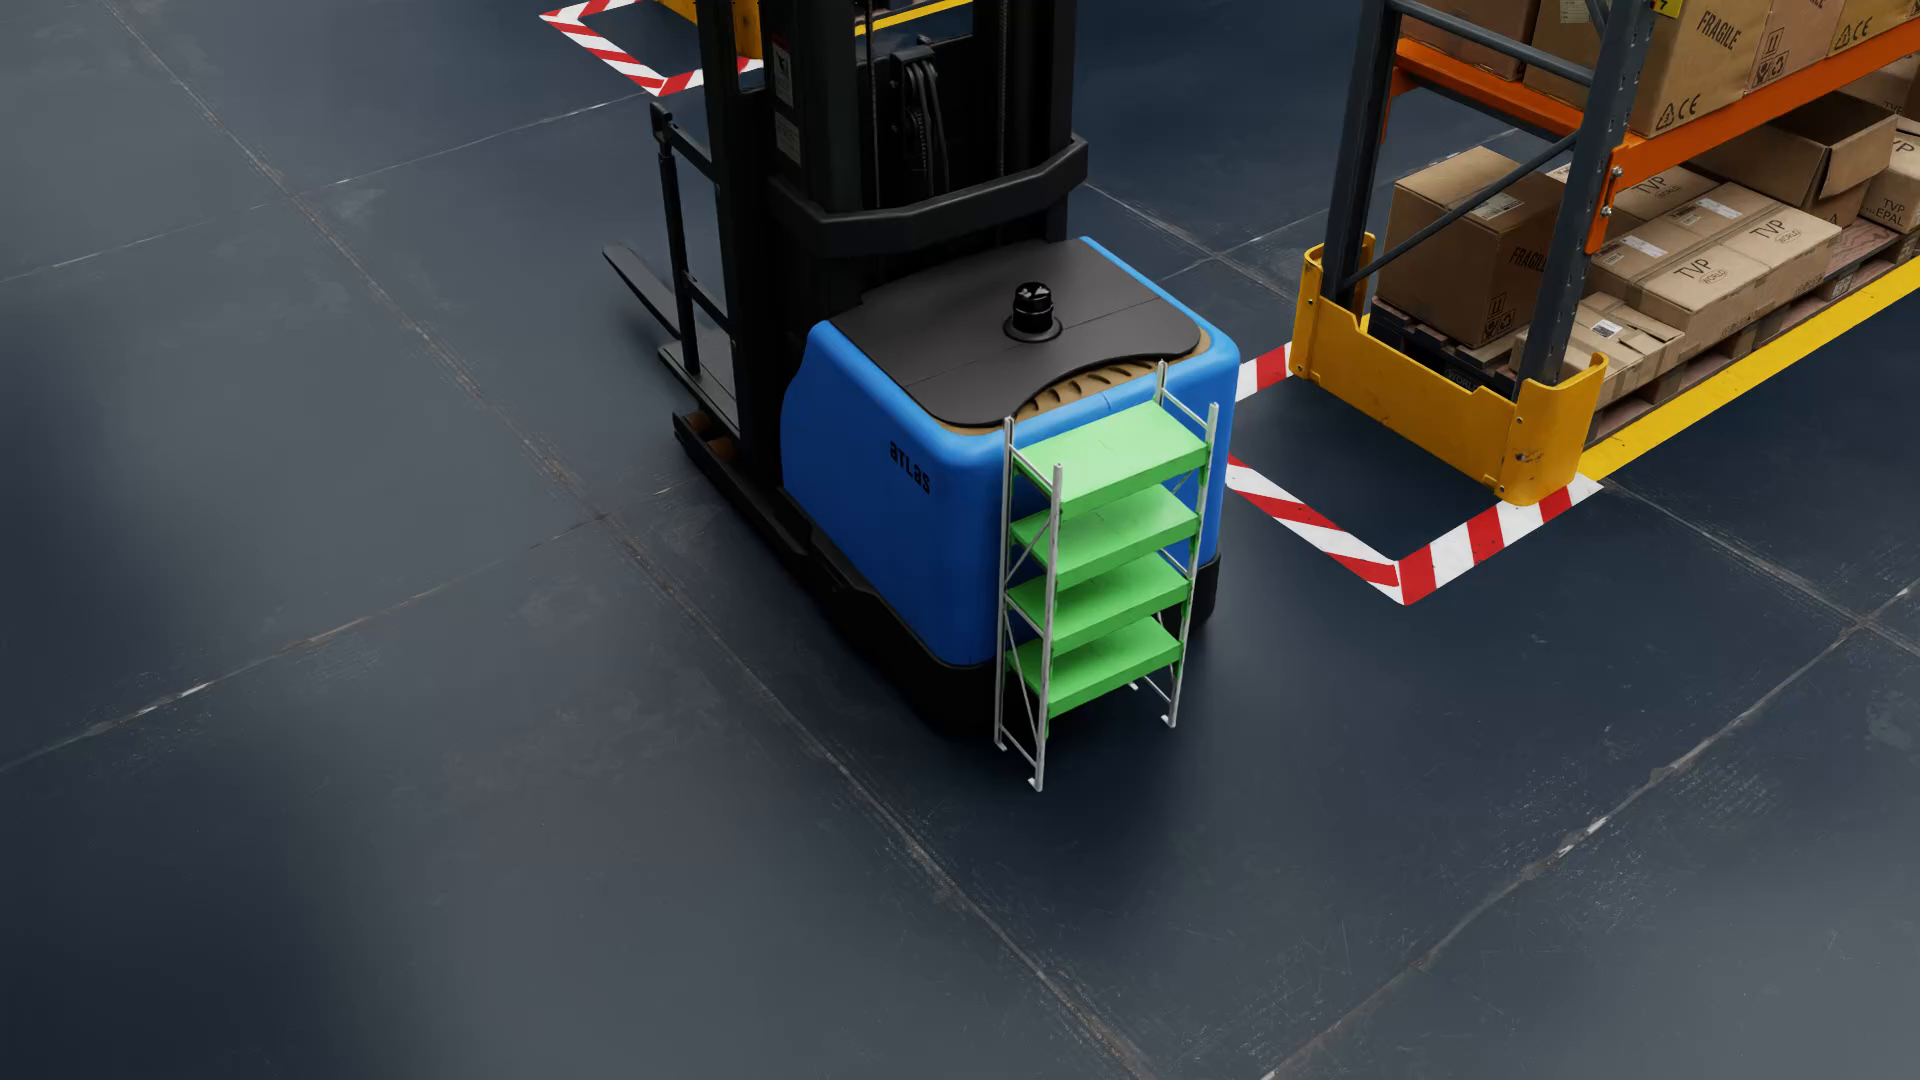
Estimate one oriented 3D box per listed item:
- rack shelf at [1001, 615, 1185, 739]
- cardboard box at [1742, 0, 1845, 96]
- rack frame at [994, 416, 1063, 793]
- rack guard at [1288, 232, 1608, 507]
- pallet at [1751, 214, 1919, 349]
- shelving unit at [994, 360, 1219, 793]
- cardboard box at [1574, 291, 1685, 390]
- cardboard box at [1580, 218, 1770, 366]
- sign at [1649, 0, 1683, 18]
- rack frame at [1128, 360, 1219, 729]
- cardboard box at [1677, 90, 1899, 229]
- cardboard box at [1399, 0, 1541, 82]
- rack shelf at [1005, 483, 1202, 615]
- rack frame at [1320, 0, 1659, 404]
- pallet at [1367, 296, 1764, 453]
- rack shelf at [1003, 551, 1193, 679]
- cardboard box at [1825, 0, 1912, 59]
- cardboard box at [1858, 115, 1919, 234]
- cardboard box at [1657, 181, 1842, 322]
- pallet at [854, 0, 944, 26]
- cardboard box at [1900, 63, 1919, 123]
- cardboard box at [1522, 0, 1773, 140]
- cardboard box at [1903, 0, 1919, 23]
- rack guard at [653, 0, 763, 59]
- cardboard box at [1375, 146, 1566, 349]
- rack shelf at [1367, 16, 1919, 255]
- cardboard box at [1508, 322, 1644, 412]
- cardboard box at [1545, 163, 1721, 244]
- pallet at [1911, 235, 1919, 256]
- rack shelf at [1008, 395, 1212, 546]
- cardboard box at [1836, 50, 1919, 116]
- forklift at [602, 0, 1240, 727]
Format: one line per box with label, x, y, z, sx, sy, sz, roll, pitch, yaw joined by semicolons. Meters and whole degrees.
rack shelf;0.381;0.361;4.839;0.480;0.148;0.258;-22;45;-24
cardboard box;2.624;-1.872;5.588;0.500;0.500;0.500;-26;46;-28
rack frame;0.177;0.211;4.542;0.015;1.200;0.240;-22;45;-24
rack guard;1.766;-0.655;6.155;0.348;0.500;1.175;-26;46;-28
pallet;3.364;-1.321;7.194;1.213;0.211;1.003;-26;46;-28
shelving unit;0.384;0.129;4.642;0.503;1.200;0.258;-22;45;-24
cardboard box;2.445;-0.753;6.190;0.250;0.166;0.380;-26;46;-28
cardboard box;2.706;-0.960;6.377;0.500;0.250;0.500;-26;46;-28
sign;2.036;-1.654;4.719;0.005;0.325;0.100;-26;46;-28
rack frame;0.591;0.047;4.742;0.015;1.200;0.240;-22;45;-24
cardboard box;3.390;-1.615;6.975;0.637;0.503;0.797;-26;46;-28
cardboard box;1.895;-1.941;5.672;0.500;0.500;0.500;-25;45;-27
rack shelf;0.386;-0.005;4.528;0.480;0.148;0.258;-22;45;-24
rack frame;1.705;-1.592;5.326;0.127;3.000;1.000;-26;46;-28
pallet;2.397;-0.852;6.623;1.213;0.211;1.003;-26;46;-28
rack shelf;0.384;0.178;4.683;0.480;0.148;0.258;-22;45;-24
cardboard box;3.023;-2.065;5.823;0.500;0.500;0.500;-26;46;-28
cardboard box;4.003;-1.616;7.128;0.500;0.311;0.500;-26;46;-28
cardboard box;3.102;-1.153;6.612;0.500;0.250;0.500;-26;46;-28
pallet;-0.633;-3.306;9.614;1.213;0.211;1.003;-26;46;-28
cardboard box;4.598;-1.979;7.422;0.500;0.500;0.500;-26;46;-28
cardboard box;2.218;-1.670;5.342;0.500;0.500;0.500;-25;46;-27
cardboard box;3.421;-2.257;6.057;0.500;0.500;0.500;-25;46;-28
rack guard;-1.321;-3.103;9.138;0.348;0.500;1.175;-26;46;-28
cardboard box;1.986;-1.130;6.387;0.500;0.500;0.500;-26;46;-28
rack shelf;3.291;-2.087;6.497;4.000;0.370;1.077;-26;46;-28
cardboard box;2.247;-0.649;6.077;0.250;0.149;0.380;-26;46;-28
cardboard box;2.758;-1.386;6.895;0.500;0.250;0.500;-26;46;-28
pallet;4.332;-1.795;7.772;1.213;0.211;1.003;-26;46;-28
rack shelf;0.389;-0.188;4.373;0.480;0.148;0.258;-22;45;-24
cardboard box;4.412;-2.215;7.859;0.500;0.311;0.500;-26;46;-28
forklift;-0.391;-1.483;5.246;1.130;2.935;3.031;-22;44;-24
